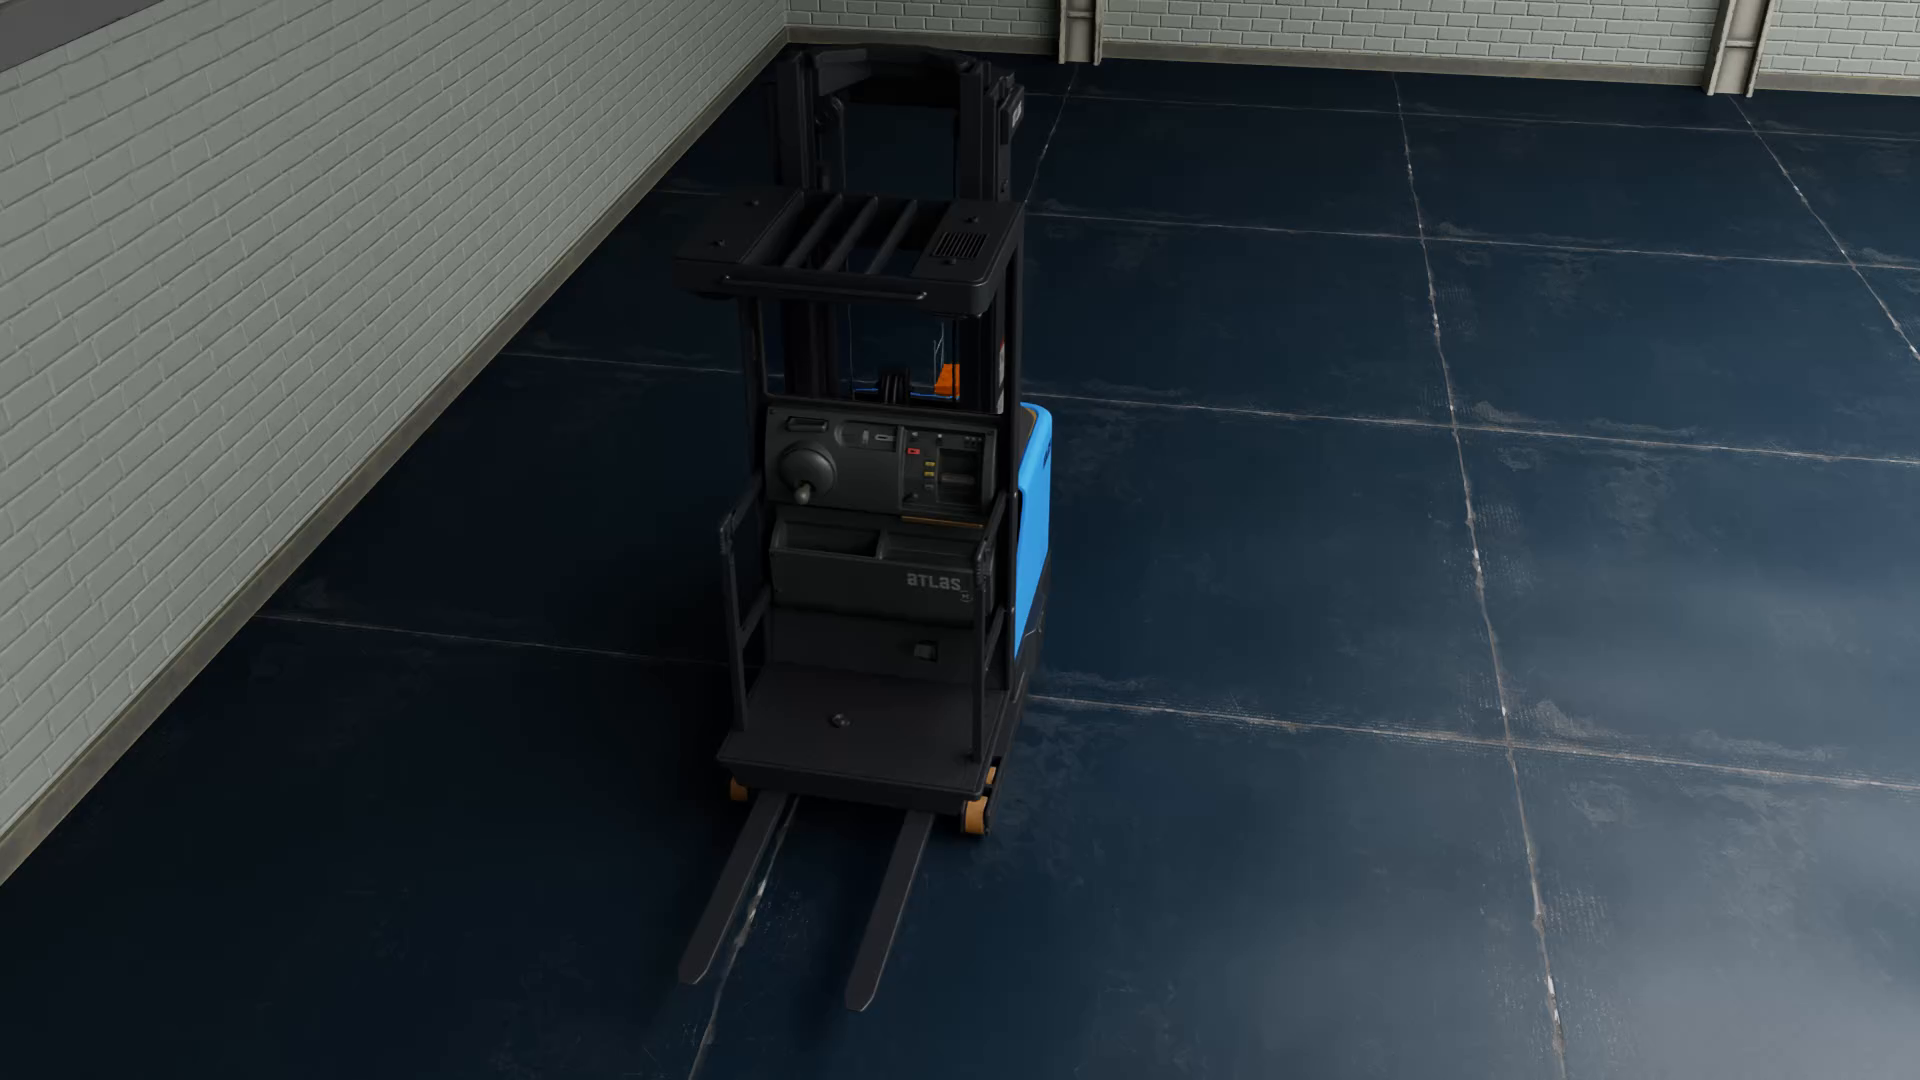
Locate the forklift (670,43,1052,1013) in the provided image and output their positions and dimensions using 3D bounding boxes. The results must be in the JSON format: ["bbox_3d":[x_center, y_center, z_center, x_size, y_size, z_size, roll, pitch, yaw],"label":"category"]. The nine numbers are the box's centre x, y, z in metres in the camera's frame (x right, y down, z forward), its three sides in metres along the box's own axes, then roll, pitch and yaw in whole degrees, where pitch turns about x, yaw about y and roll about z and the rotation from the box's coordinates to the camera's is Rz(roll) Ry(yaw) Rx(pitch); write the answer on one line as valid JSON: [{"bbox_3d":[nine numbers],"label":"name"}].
[{"bbox_3d":[-0.358,-0.249,6.386,1.130,2.935,3.031,6,33,10],"label":"forklift"}]

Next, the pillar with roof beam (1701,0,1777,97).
[{"bbox_3d":[6.364,-5.718,9.404,0.400,9.000,9.100,5,32,8],"label":"pillar with roof beam"}]

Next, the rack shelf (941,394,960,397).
[{"bbox_3d":[-0.014,-0.676,8.330,0.180,0.103,0.258,5,32,8],"label":"rack shelf"}]

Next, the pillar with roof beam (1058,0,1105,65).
[{"bbox_3d":[0.449,-6.254,10.260,0.400,9.000,9.100,5,32,8],"label":"pillar with roof beam"}]

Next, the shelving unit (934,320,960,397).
[{"bbox_3d":[-0.014,-0.510,8.434,0.189,1.200,0.258,5,32,8],"label":"shelving unit"}]

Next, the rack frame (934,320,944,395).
[{"bbox_3d":[-0.104,-0.518,8.447,0.006,1.200,0.240,5,32,8],"label":"rack frame"}]

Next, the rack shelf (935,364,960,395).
[{"bbox_3d":[-0.014,-0.777,8.266,0.180,0.103,0.258,5,32,8],"label":"rack shelf"}]
